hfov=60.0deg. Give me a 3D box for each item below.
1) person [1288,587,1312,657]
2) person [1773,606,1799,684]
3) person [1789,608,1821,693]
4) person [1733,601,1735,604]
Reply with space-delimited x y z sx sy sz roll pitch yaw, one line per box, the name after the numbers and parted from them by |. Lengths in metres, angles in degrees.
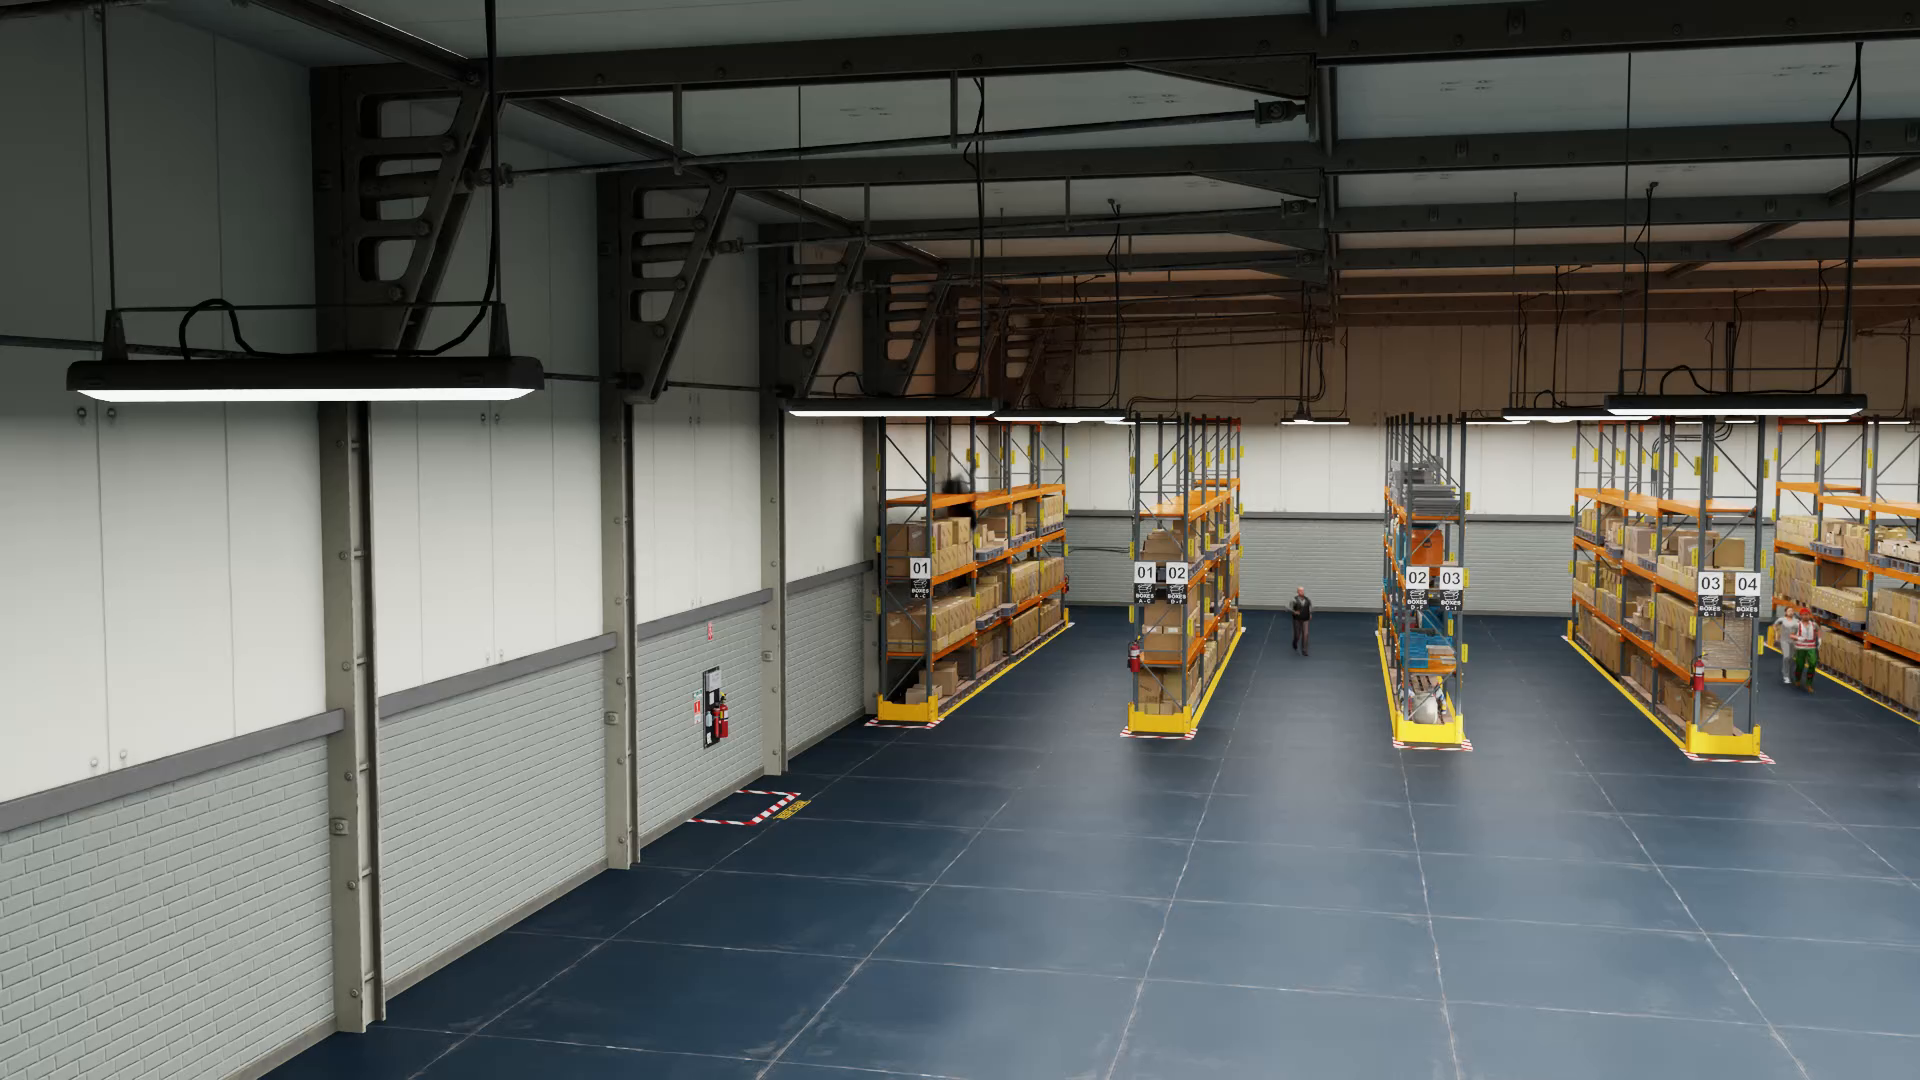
8.565 2.035 41.767 0.661 1.718 0.936 0 4 -3 | person
18.674 2.348 37.505 0.541 1.695 0.830 1 4 8 | person
18.412 2.395 36.205 0.665 1.812 0.813 1 4 16 | person
19.508 2.053 41.429 0.574 1.685 0.941 1 4 13 | person
